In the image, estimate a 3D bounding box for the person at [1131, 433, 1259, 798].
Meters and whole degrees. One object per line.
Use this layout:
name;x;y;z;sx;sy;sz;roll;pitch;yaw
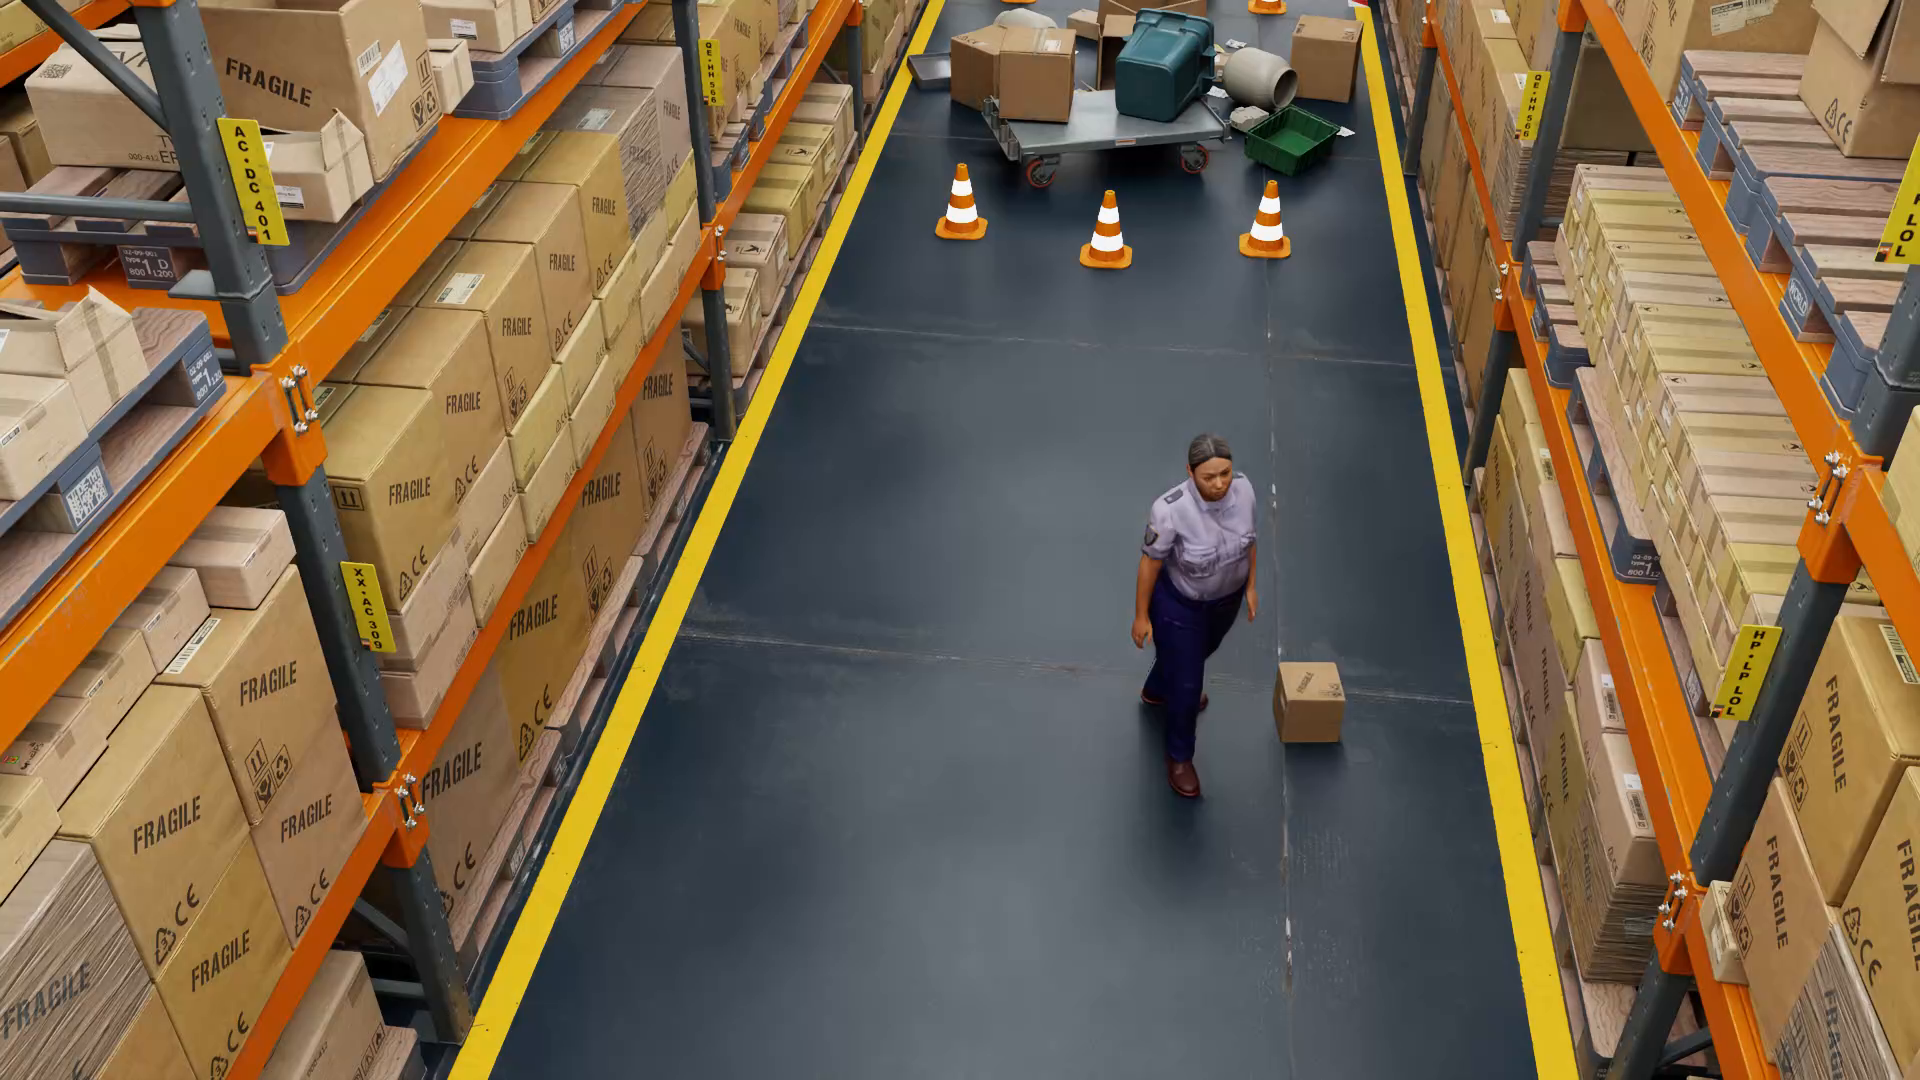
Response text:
person;0.933;0.230;6.746;0.561;1.637;0.613;-21;41;-26
